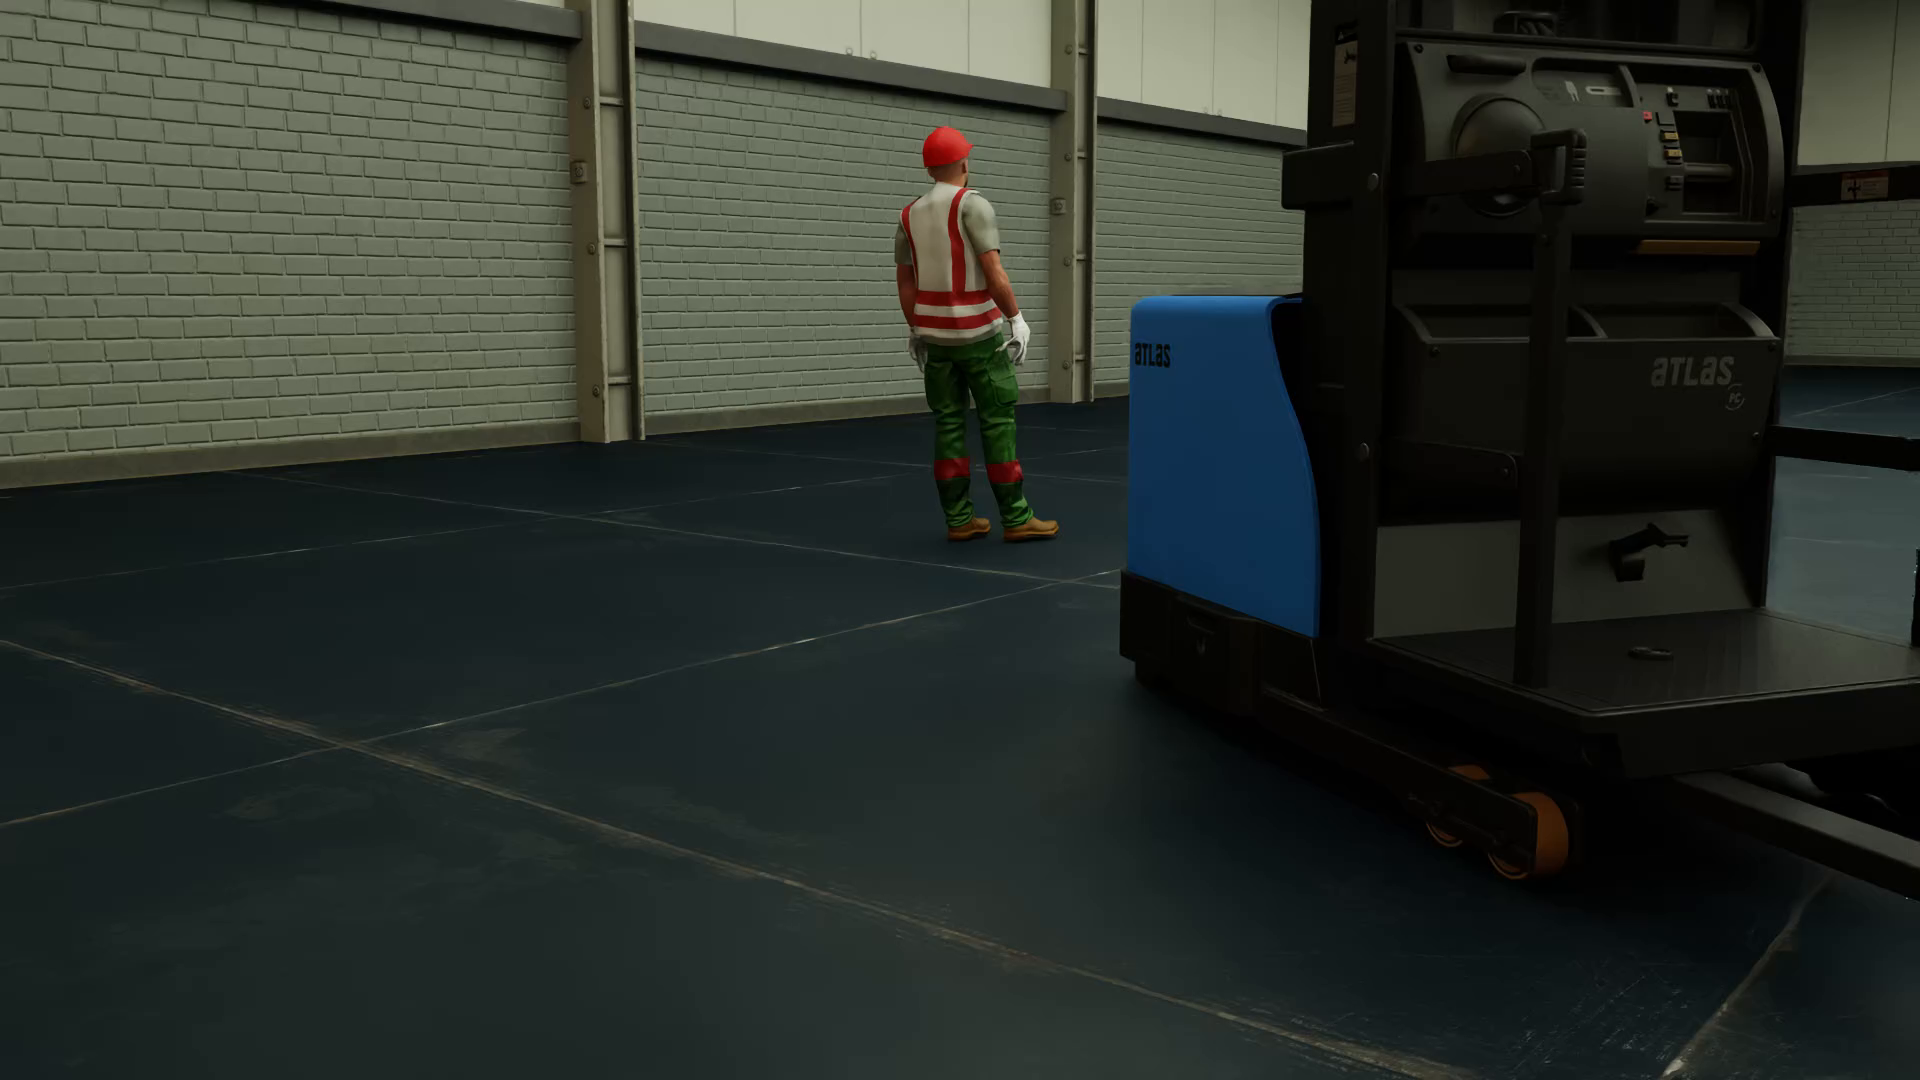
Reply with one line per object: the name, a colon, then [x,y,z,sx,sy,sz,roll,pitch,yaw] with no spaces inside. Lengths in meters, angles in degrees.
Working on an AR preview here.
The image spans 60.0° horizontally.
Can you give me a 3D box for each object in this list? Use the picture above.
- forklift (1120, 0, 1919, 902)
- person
forklift: [1.429,-0.884,3.327,1.130,2.935,3.031,-3,9,-20]
person: [0.060,-0.900,7.329,0.637,1.790,0.562,7,11,38]
